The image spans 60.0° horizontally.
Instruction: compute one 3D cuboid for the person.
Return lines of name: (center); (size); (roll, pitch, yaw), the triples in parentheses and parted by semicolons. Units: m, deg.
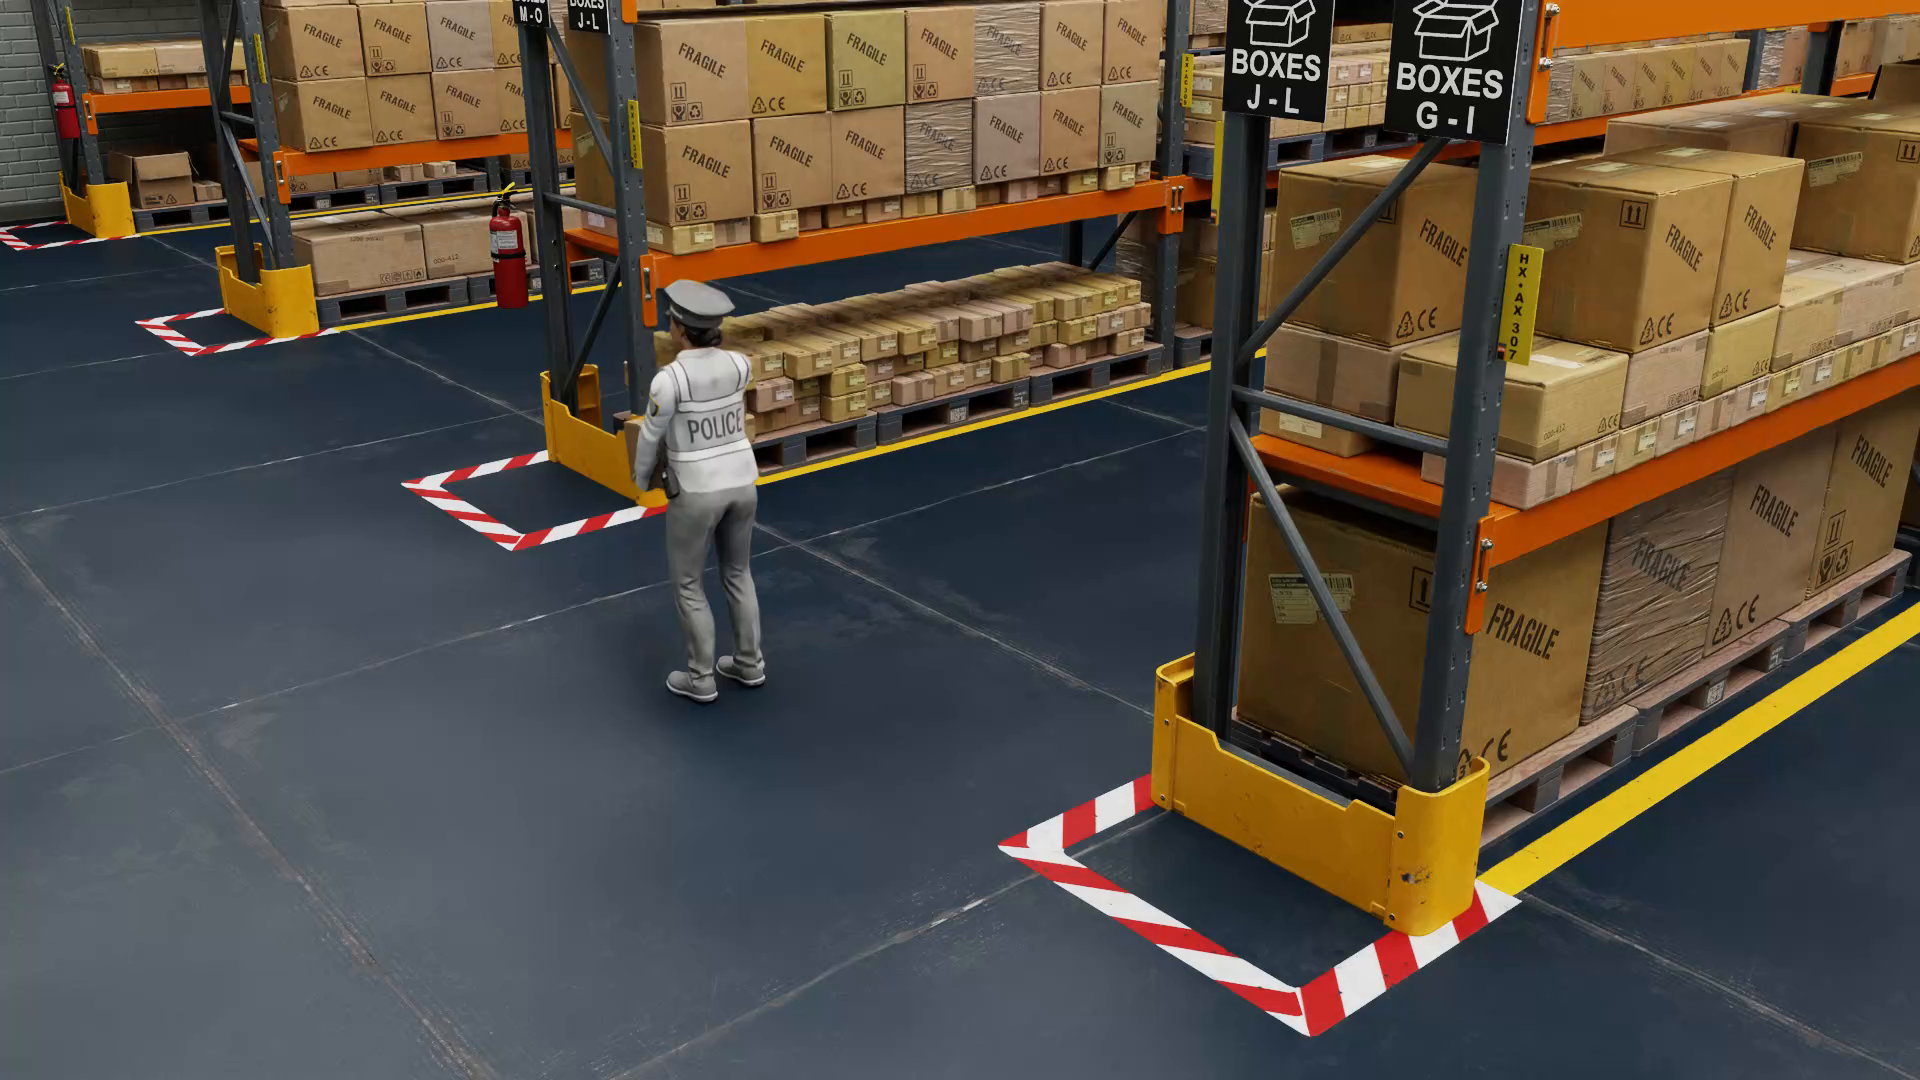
person: (-1.049, -0.201, 6.582); (0.417, 1.687, 0.523); (-18, 27, -38)
